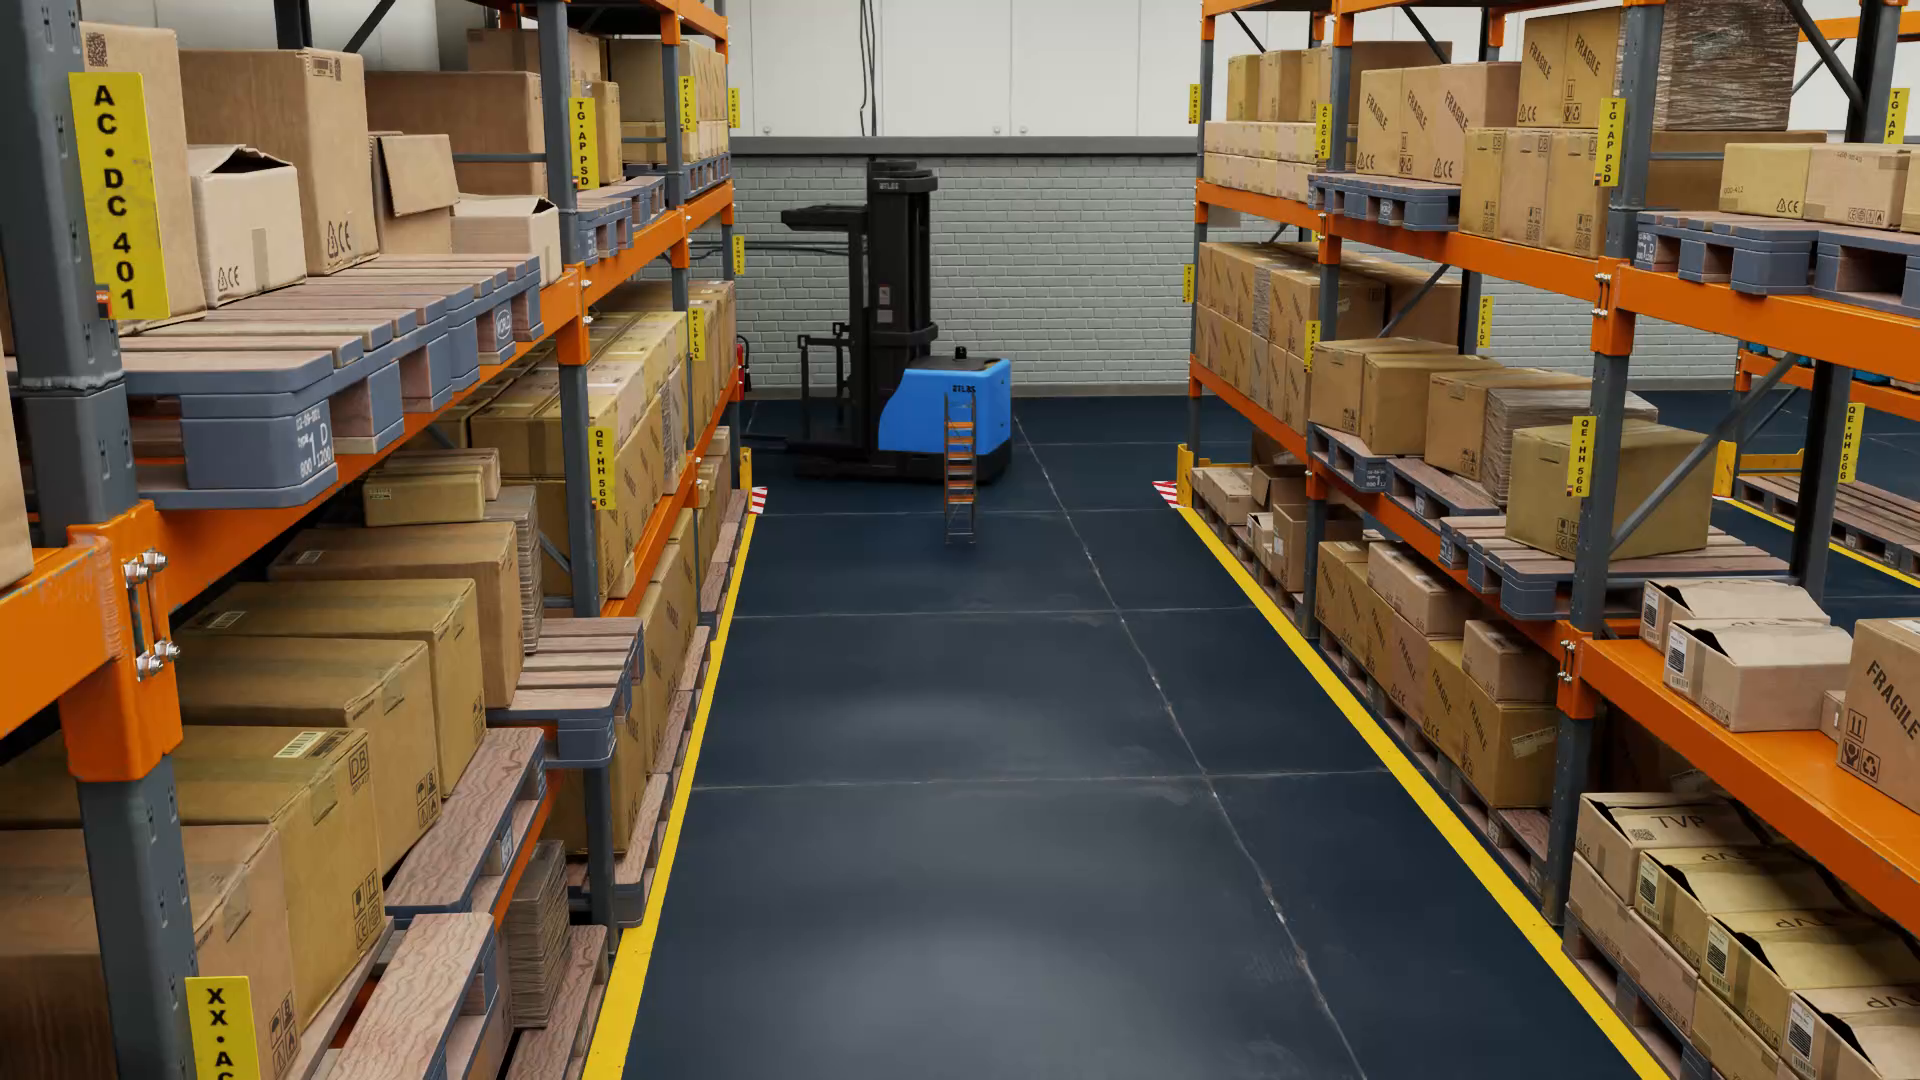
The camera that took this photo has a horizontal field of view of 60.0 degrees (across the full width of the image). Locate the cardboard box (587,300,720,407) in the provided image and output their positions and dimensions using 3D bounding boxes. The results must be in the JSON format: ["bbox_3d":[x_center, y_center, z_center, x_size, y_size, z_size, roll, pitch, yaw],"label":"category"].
[{"bbox_3d":[-2.283,-1.380,12.267,0.980,0.700,0.700,-2,15,-6],"label":"cardboard box"}]

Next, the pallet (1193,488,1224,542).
[{"bbox_3d":[2.580,-0.241,14.042,1.003,0.211,1.213,-1,14,-3],"label":"pallet"}]

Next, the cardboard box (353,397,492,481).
[{"bbox_3d":[-2.211,-0.416,6.782,0.500,0.250,0.500,0,14,-2],"label":"cardboard box"}]

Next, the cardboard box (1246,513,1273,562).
[{"bbox_3d":[2.408,-0.049,12.211,0.500,0.311,0.500,-1,14,-3],"label":"cardboard box"}]

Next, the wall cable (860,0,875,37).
[{"bbox_3d":[0.287,-7.033,18.898,3.097,2.526,0.112,-1,14,-3],"label":"wall cable"}]

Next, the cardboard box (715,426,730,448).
[{"bbox_3d":[-2.086,-0.837,13.632,0.380,0.149,0.250,-1,14,-4],"label":"cardboard box"}]

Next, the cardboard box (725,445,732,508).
[{"bbox_3d":[-2.276,-0.552,13.826,0.700,0.500,0.500,-1,14,-3],"label":"cardboard box"}]

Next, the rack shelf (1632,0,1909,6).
[{"bbox_3d":[3.144,-1.685,4.264,1.077,0.370,4.000,-1,14,-3],"label":"rack shelf"}]

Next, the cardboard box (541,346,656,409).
[{"bbox_3d":[-1.801,-0.809,8.309,0.500,0.250,0.500,-1,14,-5],"label":"cardboard box"}]

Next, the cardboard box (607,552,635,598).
[{"bbox_3d":[-1.652,0.154,7.371,0.380,0.149,0.250,0,14,-2],"label":"cardboard box"}]

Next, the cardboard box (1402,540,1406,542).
[{"bbox_3d":[3.089,0.301,10.469,0.500,0.500,0.500,-1,14,-4],"label":"cardboard box"}]

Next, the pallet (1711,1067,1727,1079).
[{"bbox_3d":[3.105,2.039,5.178,1.003,0.211,1.213,-1,14,-3],"label":"pallet"}]

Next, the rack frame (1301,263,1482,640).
[{"bbox_3d":[2.772,-0.814,10.672,1.000,3.000,0.127,-1,14,-3],"label":"rack frame"}]

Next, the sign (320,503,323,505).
[{"bbox_3d":[-2.477,-0.294,6.324,0.100,0.325,0.005,-1,14,-3],"label":"sign"}]

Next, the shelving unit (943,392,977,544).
[{"bbox_3d":[0.001,-0.577,13.363,0.258,1.200,0.189,-1,14,-3],"label":"shelving unit"}]

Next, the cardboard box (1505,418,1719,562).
[{"bbox_3d":[2.869,-0.226,7.342,0.700,0.500,0.500,-6,16,-22],"label":"cardboard box"}]

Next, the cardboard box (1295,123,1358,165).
[{"bbox_3d":[2.471,-2.553,10.708,0.500,0.250,0.500,-1,14,-3],"label":"cardboard box"}]

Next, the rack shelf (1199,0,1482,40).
[{"bbox_3d":[2.649,-3.867,11.947,1.077,0.370,4.000,-1,14,-3],"label":"rack shelf"}]

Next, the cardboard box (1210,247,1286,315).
[{"bbox_3d":[2.329,-2.097,13.451,0.500,0.500,0.500,-1,14,-3],"label":"cardboard box"}]

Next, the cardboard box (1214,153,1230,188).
[{"bbox_3d":[2.321,-2.933,13.187,0.500,0.250,0.500,-1,14,-3],"label":"cardboard box"}]

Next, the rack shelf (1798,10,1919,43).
[{"bbox_3d":[7.593,-3.751,12.290,1.077,0.370,4.000,-1,14,-3],"label":"rack shelf"}]

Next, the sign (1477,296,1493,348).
[{"bbox_3d":[3.326,-1.385,10.564,0.100,0.325,0.005,-1,14,-3],"label":"sign"}]

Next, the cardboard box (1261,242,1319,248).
[{"bbox_3d":[2.827,-2.235,13.987,0.500,0.500,0.500,-1,14,-4],"label":"cardboard box"}]

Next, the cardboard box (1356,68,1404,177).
[{"bbox_3d":[2.730,-2.441,9.729,0.600,0.600,0.600,-2,15,-9],"label":"cardboard box"}]

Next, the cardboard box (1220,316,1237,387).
[{"bbox_3d":[2.354,-1.490,13.097,0.500,0.500,0.500,-1,14,-4],"label":"cardboard box"}]

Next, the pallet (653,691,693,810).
[{"bbox_3d":[-1.970,1.108,8.795,1.003,0.211,1.213,-1,14,-3],"label":"pallet"}]

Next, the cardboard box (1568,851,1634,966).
[{"bbox_3d":[2.760,1.443,6.572,0.500,0.250,0.500,-1,14,-4],"label":"cardboard box"}]

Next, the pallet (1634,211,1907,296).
[{"bbox_3d":[3.152,-1.013,5.804,1.213,0.211,1.003,0,14,-1],"label":"pallet"}]

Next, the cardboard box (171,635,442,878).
[{"bbox_3d":[-1.773,0.562,4.240,0.700,0.500,0.500,1,14,4],"label":"cardboard box"}]

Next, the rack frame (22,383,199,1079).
[{"bbox_3d":[-1.676,1.253,2.638,1.000,3.000,0.127,-1,14,-3],"label":"rack frame"}]

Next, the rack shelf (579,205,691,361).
[{"bbox_3d":[-2.048,-1.344,8.154,1.077,0.370,4.000,-1,14,-3],"label":"rack shelf"}]

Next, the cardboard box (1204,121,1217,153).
[{"bbox_3d":[2.297,-3.300,13.609,0.500,0.250,0.500,-1,14,-3],"label":"cardboard box"}]

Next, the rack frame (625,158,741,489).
[{"bbox_3d":[-2.419,-1.732,14.237,1.000,3.000,0.127,-1,14,-3],"label":"rack frame"}]

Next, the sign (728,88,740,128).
[{"bbox_3d":[-1.877,-3.580,13.782,0.100,0.325,0.005,-1,14,-3],"label":"sign"}]

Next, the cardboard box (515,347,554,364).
[{"bbox_3d":[-2.300,-0.799,8.271,0.500,0.250,0.500,-1,14,-5],"label":"cardboard box"}]

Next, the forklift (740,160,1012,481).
[{"bbox_3d":[-1.068,-2.117,15.870,3.031,2.935,1.130,4,15,15],"label":"forklift"}]

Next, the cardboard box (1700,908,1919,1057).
[{"bbox_3d":[2.830,1.429,5.501,0.500,0.311,0.500,-1,14,-5],"label":"cardboard box"}]

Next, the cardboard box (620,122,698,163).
[{"bbox_3d":[-1.951,-2.545,10.635,0.500,0.250,0.500,-1,14,-4],"label":"cardboard box"}]

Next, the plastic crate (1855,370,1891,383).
[{"bbox_3d":[7.256,-1.364,13.024,0.416,0.233,0.300,-1,14,-3],"label":"plastic crate"}]

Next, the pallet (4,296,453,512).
[{"bbox_3d":[-1.608,-0.264,2.891,1.213,0.211,1.003,-1,14,-3],"label":"pallet"}]

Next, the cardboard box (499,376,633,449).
[{"bbox_3d":[-1.729,-0.558,7.333,0.500,0.250,0.500,-1,14,-4],"label":"cardboard box"}]

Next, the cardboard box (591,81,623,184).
[{"bbox_3d":[-2.128,-2.093,8.538,0.700,0.500,0.500,-1,14,-4],"label":"cardboard box"}]

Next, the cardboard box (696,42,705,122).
[{"bbox_3d":[-1.974,-3.041,11.060,0.500,0.500,0.500,-1,14,-5],"label":"cardboard box"}]

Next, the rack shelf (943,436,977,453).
[{"bbox_3d":[0.001,-0.767,13.314,0.258,0.103,0.180,-1,14,-3],"label":"rack shelf"}]

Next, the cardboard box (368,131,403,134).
[{"bbox_3d":[-2.109,-1.070,5.406,0.500,0.500,0.500,-1,14,-3],"label":"cardboard box"}]

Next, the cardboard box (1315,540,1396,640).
[{"bbox_3d":[2.559,0.307,10.446,0.500,0.500,0.500,-2,15,-6],"label":"cardboard box"}]

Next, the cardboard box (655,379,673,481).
[{"bbox_3d":[-1.827,-0.576,8.909,0.500,0.500,0.500,-1,14,-3],"label":"cardboard box"}]

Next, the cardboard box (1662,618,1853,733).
[{"bbox_3d":[2.882,0.449,5.940,0.500,0.311,0.500,-1,14,-4],"label":"cardboard box"}]

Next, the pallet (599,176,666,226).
[{"bbox_3d":[-2.065,-1.870,9.138,0.805,0.209,1.217,-1,15,-6],"label":"pallet"}]

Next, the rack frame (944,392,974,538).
[{"bbox_3d":[-0.005,-0.600,13.451,0.240,1.200,0.006,-1,14,-3],"label":"rack frame"}]

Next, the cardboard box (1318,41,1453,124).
[{"bbox_3d":[2.704,-2.920,10.629,0.700,0.500,0.500,-1,14,-3],"label":"cardboard box"}]

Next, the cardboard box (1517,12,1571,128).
[{"bbox_3d":[2.936,-2.167,7.702,0.500,0.500,0.500,-1,14,-3],"label":"cardboard box"}]

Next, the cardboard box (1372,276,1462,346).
[{"bbox_3d":[3.024,-1.469,11.007,0.500,0.500,0.500,-1,14,-2],"label":"cardboard box"}]
